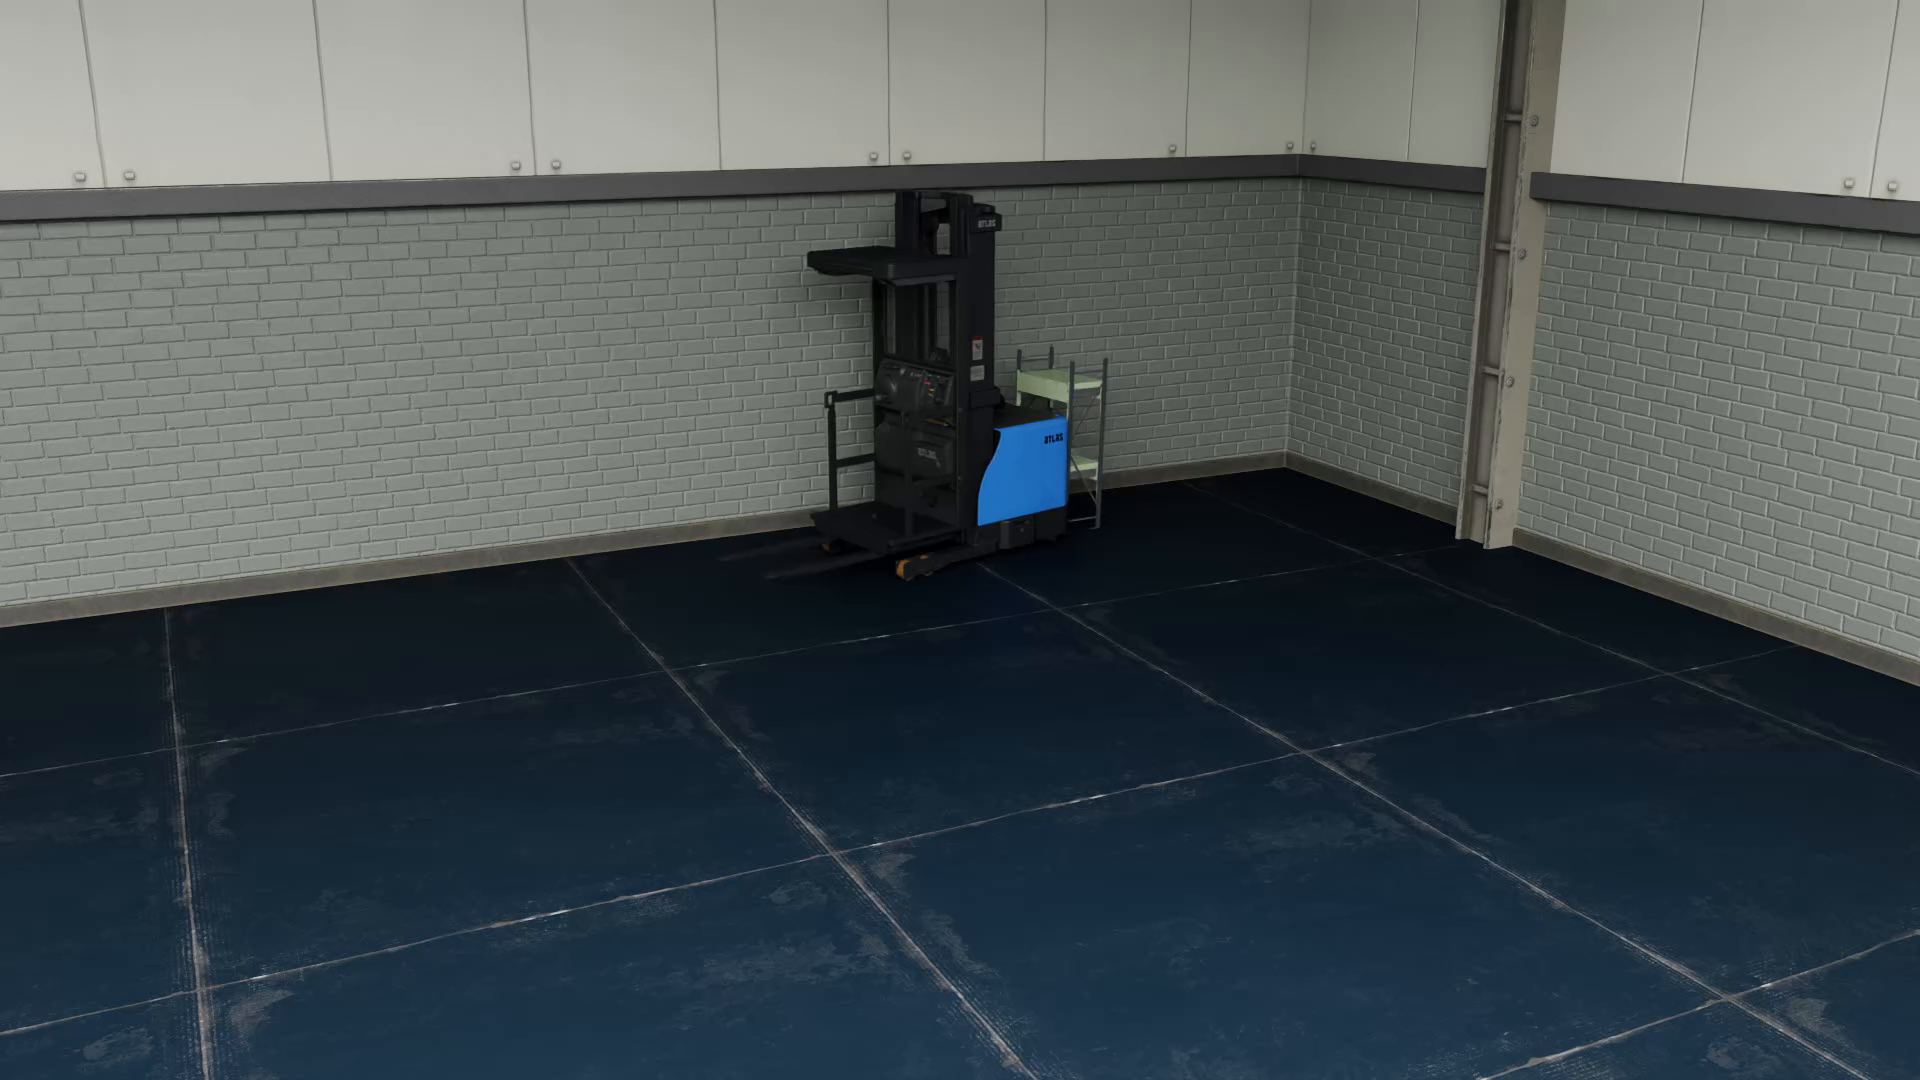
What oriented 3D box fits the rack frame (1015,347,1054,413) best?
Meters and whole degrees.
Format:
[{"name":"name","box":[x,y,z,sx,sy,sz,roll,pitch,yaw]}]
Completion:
[{"name":"rack frame","box":[0.651,-0.971,14.889,0.400,1.500,0.023,-9,18,-35]}]

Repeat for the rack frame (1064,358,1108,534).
[{"name":"rack frame","box":[1.079,-0.807,14.318,0.400,1.500,0.023,-9,18,-35]}]

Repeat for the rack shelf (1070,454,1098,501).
[{"name":"rack shelf","box":[0.857,-0.574,14.688,0.431,0.370,0.720,-9,18,-35]}]

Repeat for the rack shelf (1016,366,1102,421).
[{"name":"rack shelf","box":[0.875,-1.266,14.503,0.431,0.370,0.720,-9,18,-35]}]

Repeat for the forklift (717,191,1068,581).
[{"name":"forklift","box":[-0.525,-1.250,13.293,3.031,2.935,1.130,-13,21,-39]}]

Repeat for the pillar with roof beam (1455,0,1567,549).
[{"name":"pillar with roof beam","box":[0.613,-3.794,11.158,9.100,9.000,0.400,-8,18,-25]}]

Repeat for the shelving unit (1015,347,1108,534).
[{"name":"shelving unit","box":[0.865,-0.889,14.604,0.431,1.500,0.755,-9,18,-35]}]
